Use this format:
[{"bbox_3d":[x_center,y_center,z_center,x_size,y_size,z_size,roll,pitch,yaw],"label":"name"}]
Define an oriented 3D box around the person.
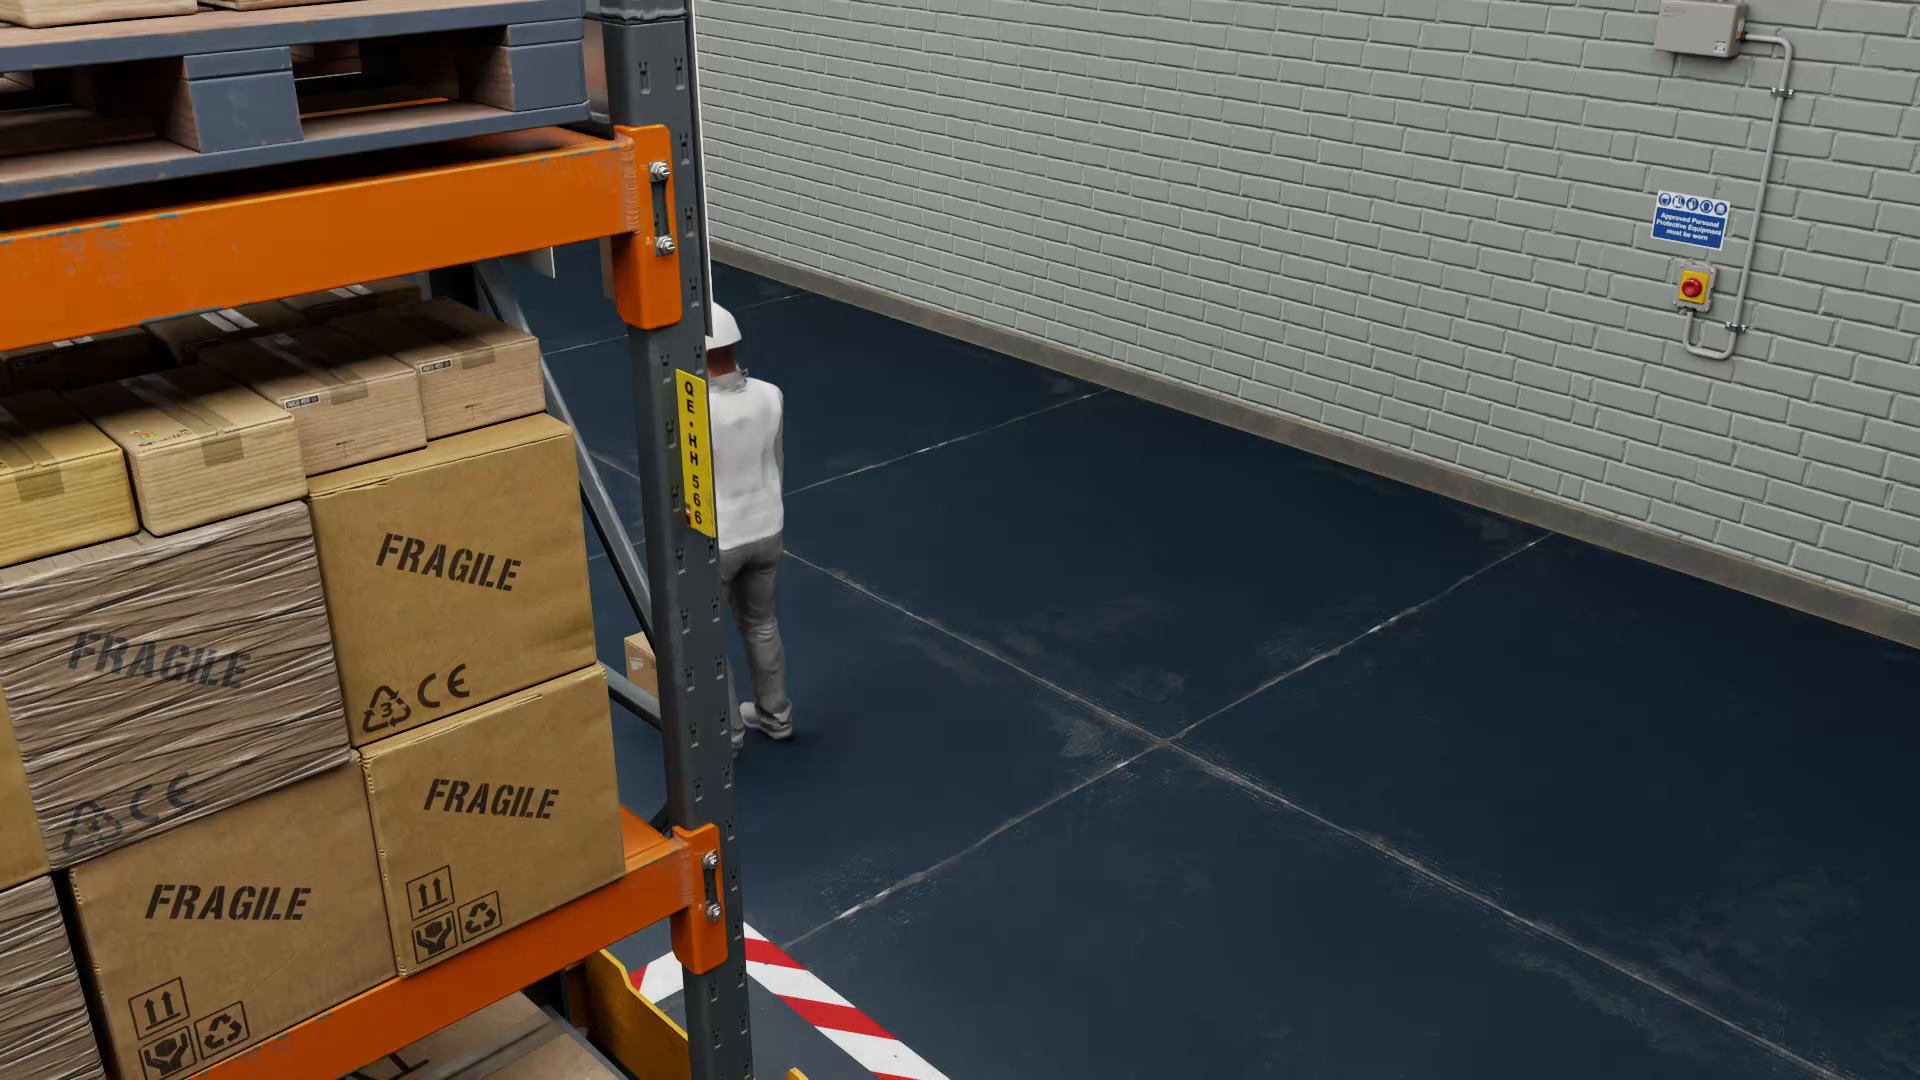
[{"bbox_3d":[-0.878,-0.016,6.127,0.534,1.768,0.356,-20,31,-38],"label":"person"}]
